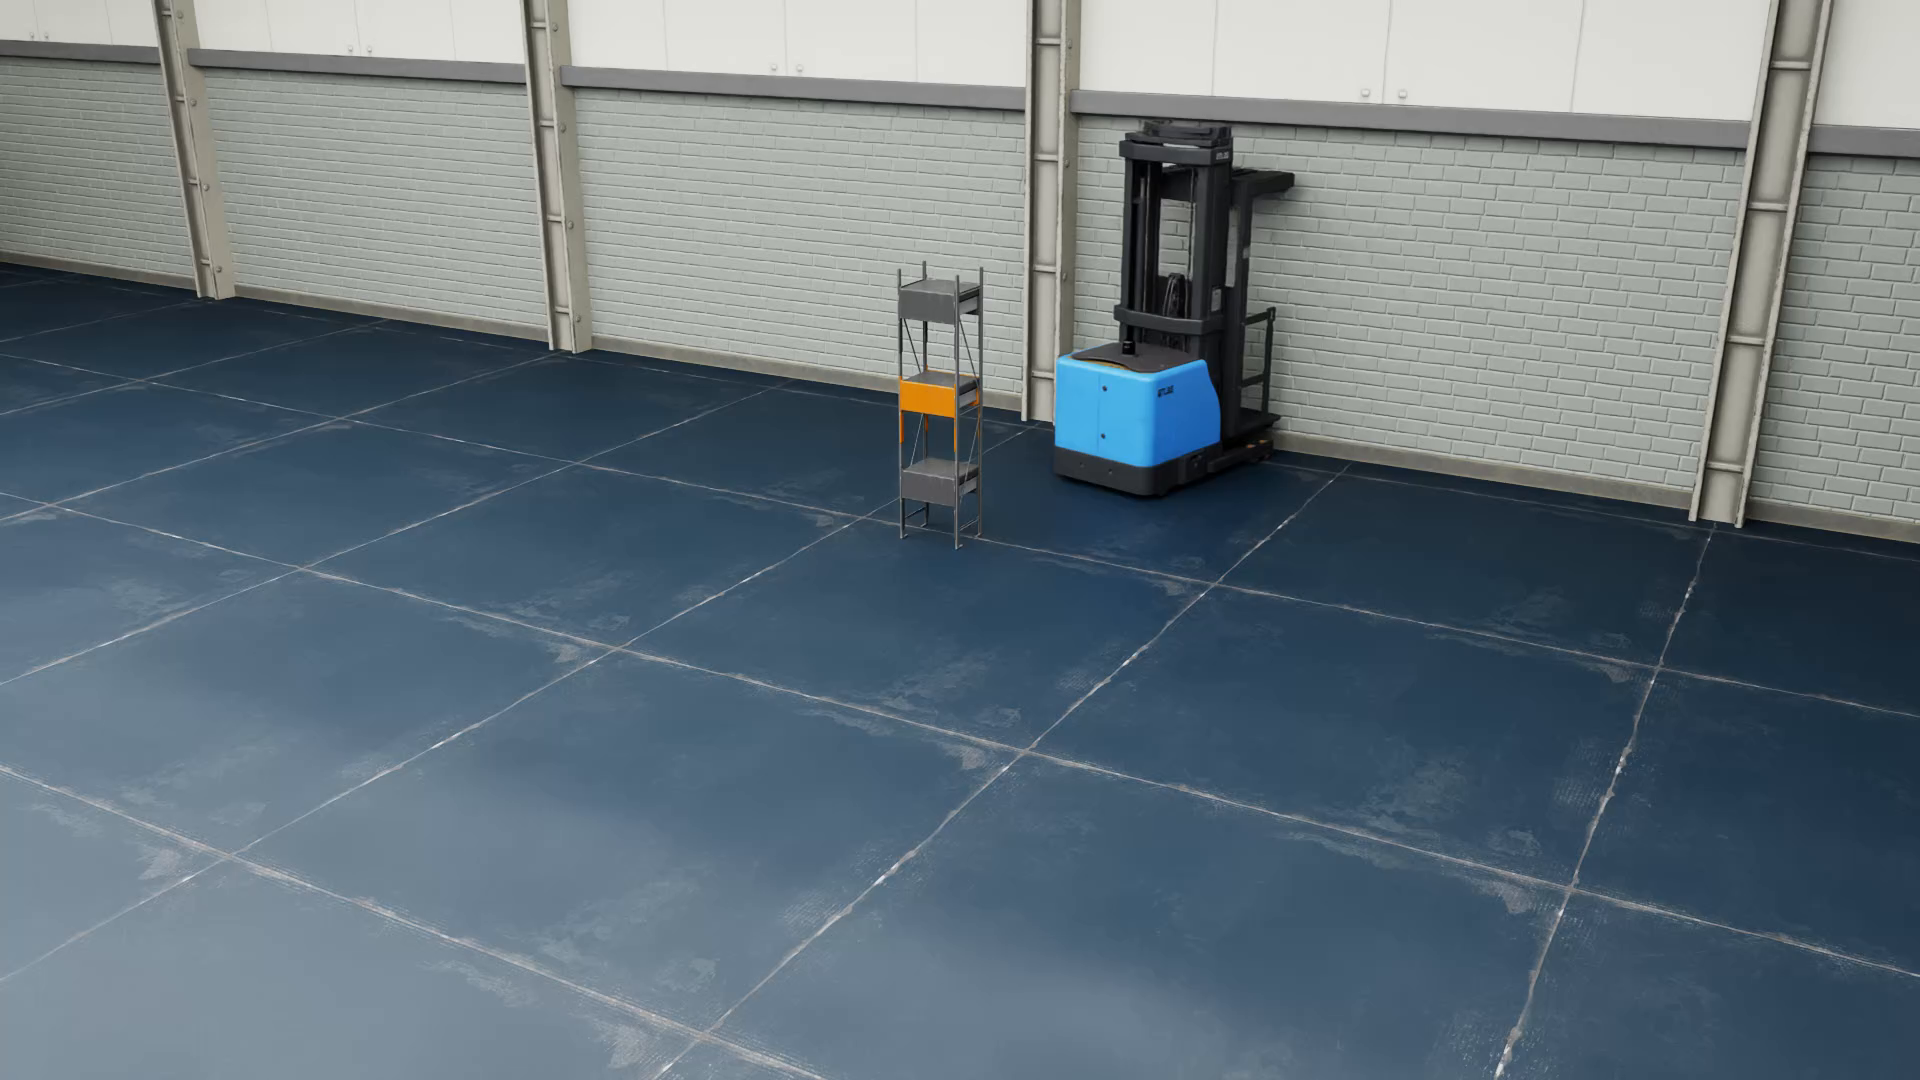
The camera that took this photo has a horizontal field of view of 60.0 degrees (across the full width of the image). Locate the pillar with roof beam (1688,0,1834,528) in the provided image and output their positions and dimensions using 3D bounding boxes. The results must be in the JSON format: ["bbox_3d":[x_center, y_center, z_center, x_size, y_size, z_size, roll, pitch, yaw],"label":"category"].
[{"bbox_3d":[3.976,-3.121,8.272,0.400,9.000,9.100,11,23,27],"label":"pillar with roof beam"}]

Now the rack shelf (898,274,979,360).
[{"bbox_3d":[-0.144,-1.660,12.349,0.480,0.518,0.431,11,23,27],"label":"rack shelf"}]

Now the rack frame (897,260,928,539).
[{"bbox_3d":[-0.358,-1.055,12.695,0.015,2.100,0.400,11,23,27],"label":"rack frame"}]

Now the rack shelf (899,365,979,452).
[{"bbox_3d":[-0.144,-1.002,12.588,0.480,0.518,0.431,11,23,27],"label":"rack shelf"}]

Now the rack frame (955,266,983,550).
[{"bbox_3d":[0.069,-0.974,12.471,0.015,2.100,0.400,11,23,27],"label":"rack frame"}]

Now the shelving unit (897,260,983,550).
[{"bbox_3d":[-0.144,-1.015,12.583,0.503,2.100,0.431,11,23,27],"label":"shelving unit"}]

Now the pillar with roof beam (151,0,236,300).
[{"bbox_3d":[-11.738,-6.114,16.524,0.400,9.000,9.100,11,23,27],"label":"pillar with roof beam"}]

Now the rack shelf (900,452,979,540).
[{"bbox_3d":[-0.144,-0.344,12.826,0.480,0.518,0.431,11,23,27],"label":"rack shelf"}]

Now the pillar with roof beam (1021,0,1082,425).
[{"bbox_3d":[-1.262,-4.119,11.023,0.400,9.000,9.100,11,23,27],"label":"pillar with roof beam"}]

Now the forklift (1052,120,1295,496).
[{"bbox_3d":[2.159,-2.163,14.529,1.130,2.935,3.031,17,26,39],"label":"forklift"}]

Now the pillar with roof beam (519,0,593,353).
[{"bbox_3d":[-6.500,-5.116,13.774,0.400,9.000,9.100,11,23,27],"label":"pillar with roof beam"}]
